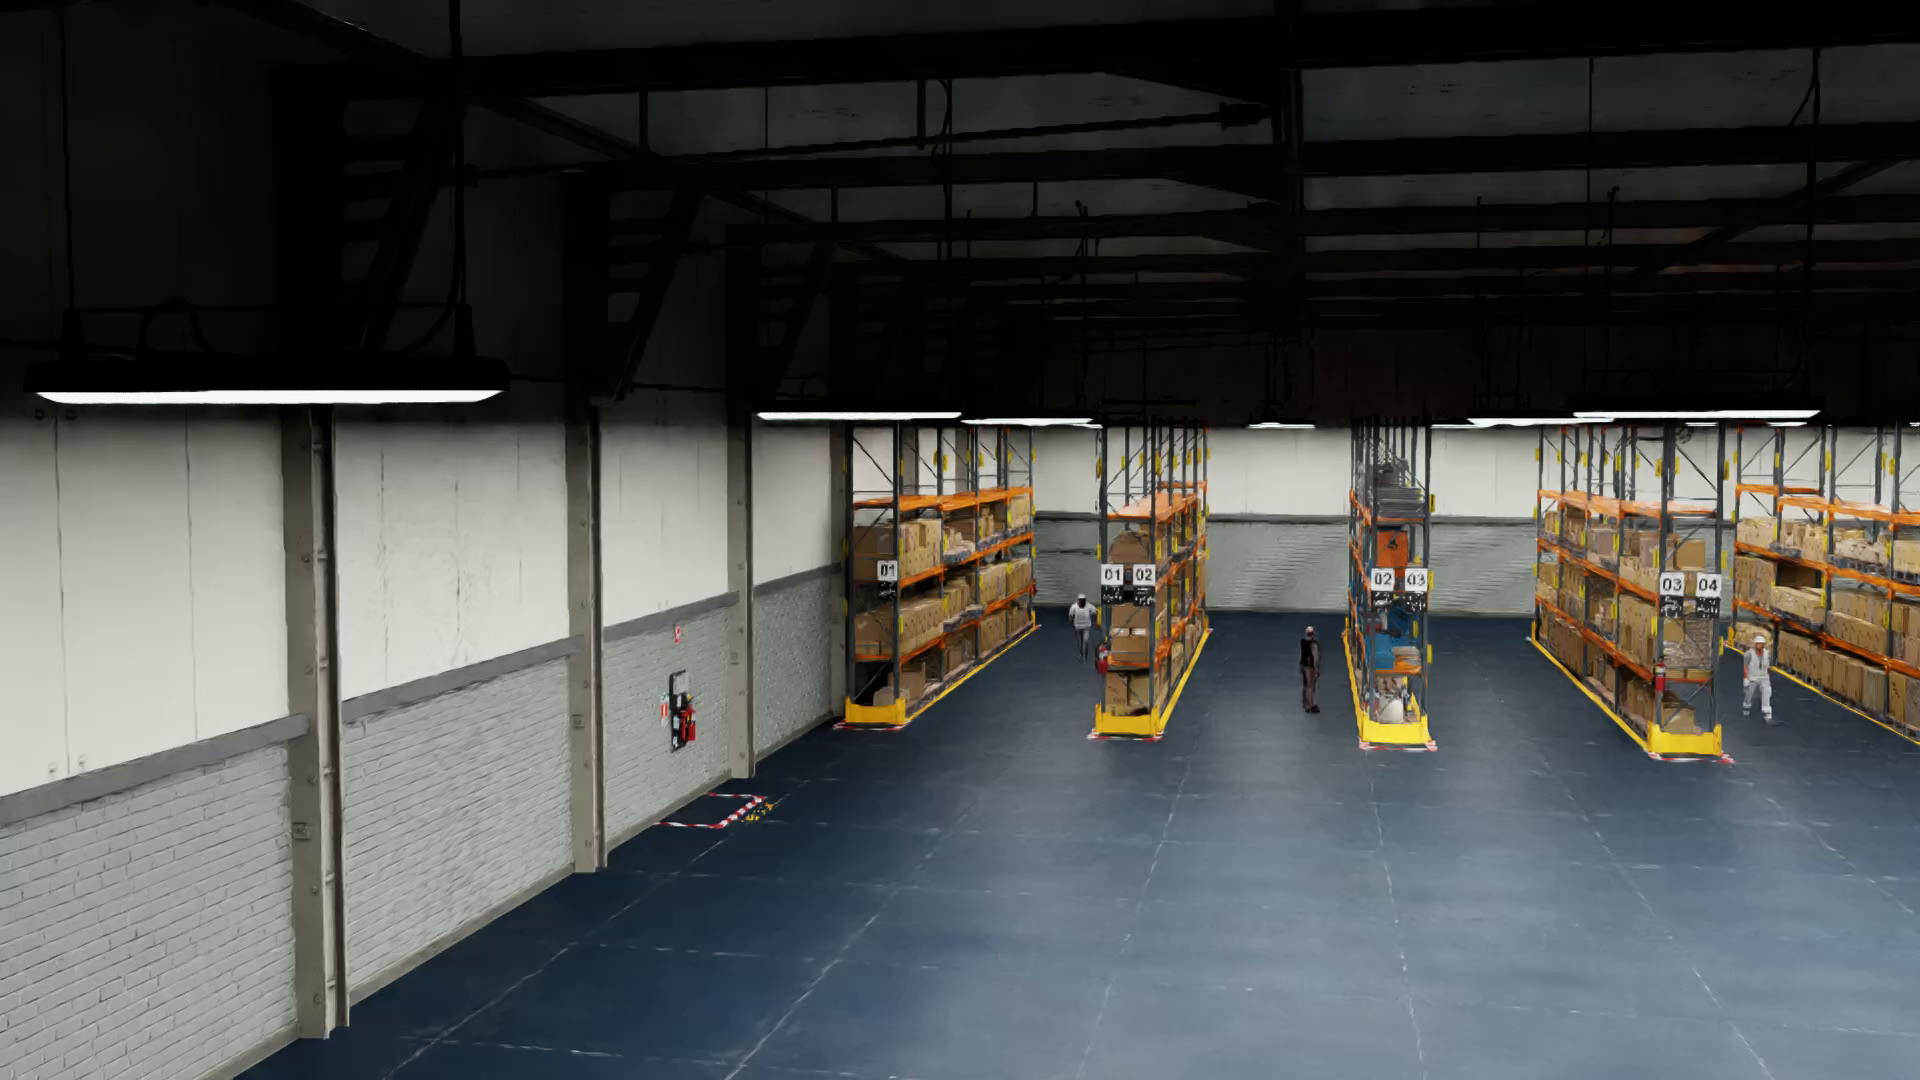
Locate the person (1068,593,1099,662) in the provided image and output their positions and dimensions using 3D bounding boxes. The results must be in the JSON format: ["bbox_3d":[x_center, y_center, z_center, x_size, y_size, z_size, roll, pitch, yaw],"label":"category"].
[{"bbox_3d":[3.034,2.134,41.110,0.734,1.697,0.856,1,4,17],"label":"person"}]

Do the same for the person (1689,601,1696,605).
[{"bbox_3d":[19.234,2.044,43.518,0.625,1.581,0.510,1,4,10],"label":"person"}]

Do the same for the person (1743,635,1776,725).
[{"bbox_3d":[15.507,2.695,32.313,0.557,1.704,1.114,1,4,10],"label":"person"}]

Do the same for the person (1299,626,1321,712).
[{"bbox_3d":[7.140,2.600,33.738,0.450,1.727,0.584,-1,4,-20],"label":"person"}]
